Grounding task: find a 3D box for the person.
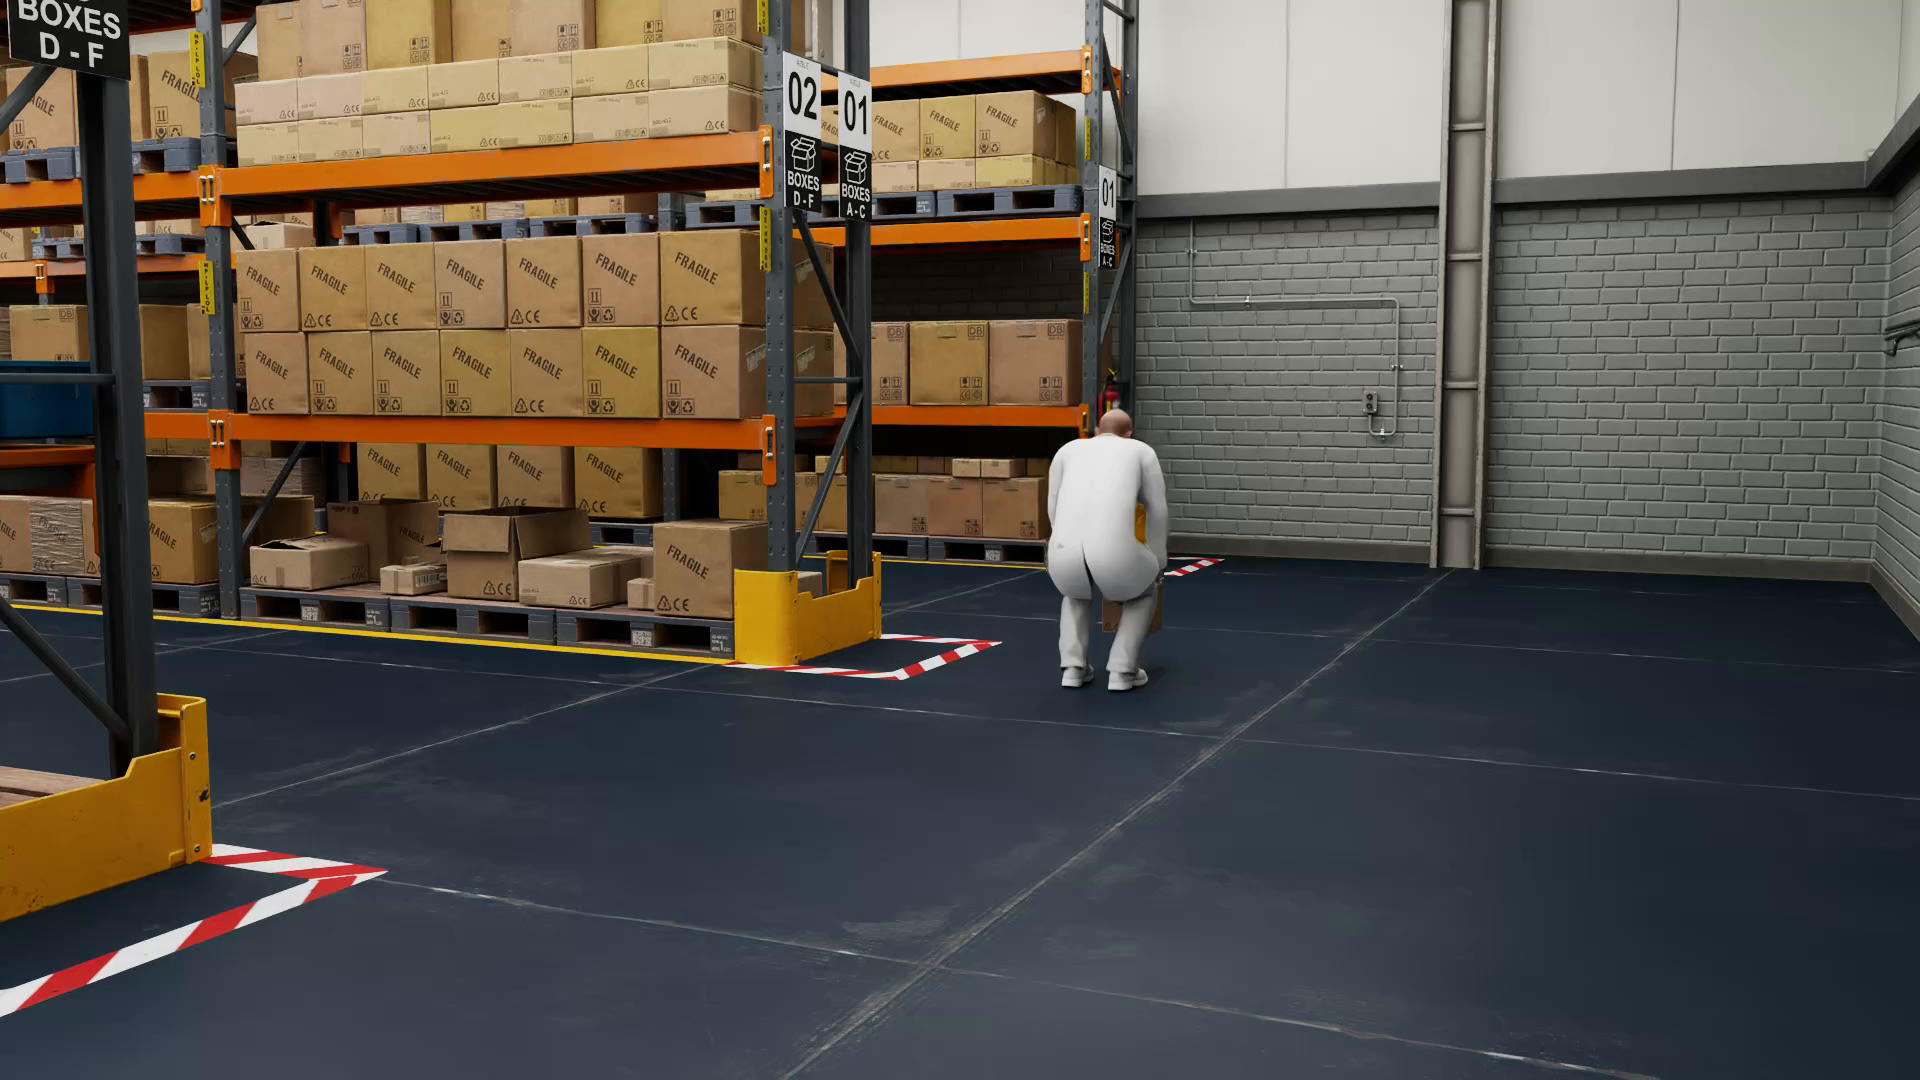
[{"bbox_3d":[0.695,0.038,8.264,0.633,1.365,0.749,2,6,24],"label":"person"}]
